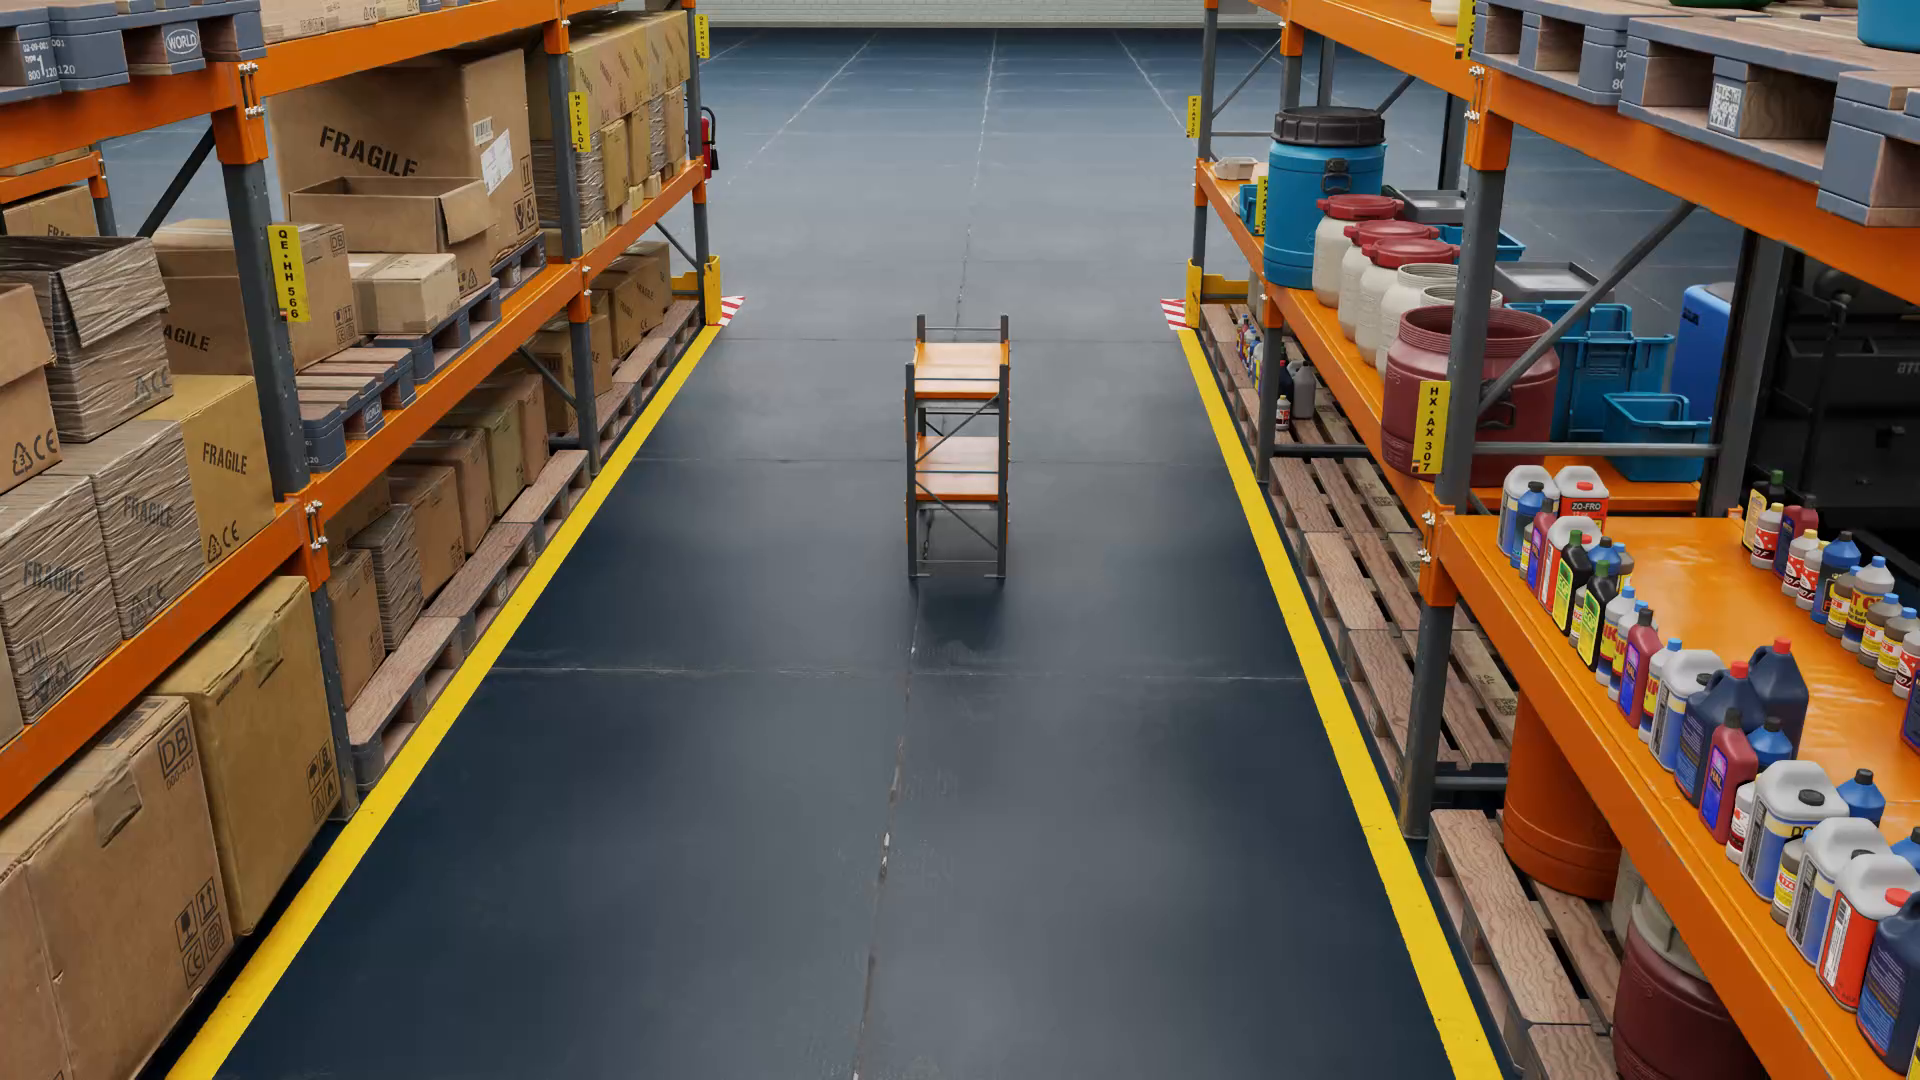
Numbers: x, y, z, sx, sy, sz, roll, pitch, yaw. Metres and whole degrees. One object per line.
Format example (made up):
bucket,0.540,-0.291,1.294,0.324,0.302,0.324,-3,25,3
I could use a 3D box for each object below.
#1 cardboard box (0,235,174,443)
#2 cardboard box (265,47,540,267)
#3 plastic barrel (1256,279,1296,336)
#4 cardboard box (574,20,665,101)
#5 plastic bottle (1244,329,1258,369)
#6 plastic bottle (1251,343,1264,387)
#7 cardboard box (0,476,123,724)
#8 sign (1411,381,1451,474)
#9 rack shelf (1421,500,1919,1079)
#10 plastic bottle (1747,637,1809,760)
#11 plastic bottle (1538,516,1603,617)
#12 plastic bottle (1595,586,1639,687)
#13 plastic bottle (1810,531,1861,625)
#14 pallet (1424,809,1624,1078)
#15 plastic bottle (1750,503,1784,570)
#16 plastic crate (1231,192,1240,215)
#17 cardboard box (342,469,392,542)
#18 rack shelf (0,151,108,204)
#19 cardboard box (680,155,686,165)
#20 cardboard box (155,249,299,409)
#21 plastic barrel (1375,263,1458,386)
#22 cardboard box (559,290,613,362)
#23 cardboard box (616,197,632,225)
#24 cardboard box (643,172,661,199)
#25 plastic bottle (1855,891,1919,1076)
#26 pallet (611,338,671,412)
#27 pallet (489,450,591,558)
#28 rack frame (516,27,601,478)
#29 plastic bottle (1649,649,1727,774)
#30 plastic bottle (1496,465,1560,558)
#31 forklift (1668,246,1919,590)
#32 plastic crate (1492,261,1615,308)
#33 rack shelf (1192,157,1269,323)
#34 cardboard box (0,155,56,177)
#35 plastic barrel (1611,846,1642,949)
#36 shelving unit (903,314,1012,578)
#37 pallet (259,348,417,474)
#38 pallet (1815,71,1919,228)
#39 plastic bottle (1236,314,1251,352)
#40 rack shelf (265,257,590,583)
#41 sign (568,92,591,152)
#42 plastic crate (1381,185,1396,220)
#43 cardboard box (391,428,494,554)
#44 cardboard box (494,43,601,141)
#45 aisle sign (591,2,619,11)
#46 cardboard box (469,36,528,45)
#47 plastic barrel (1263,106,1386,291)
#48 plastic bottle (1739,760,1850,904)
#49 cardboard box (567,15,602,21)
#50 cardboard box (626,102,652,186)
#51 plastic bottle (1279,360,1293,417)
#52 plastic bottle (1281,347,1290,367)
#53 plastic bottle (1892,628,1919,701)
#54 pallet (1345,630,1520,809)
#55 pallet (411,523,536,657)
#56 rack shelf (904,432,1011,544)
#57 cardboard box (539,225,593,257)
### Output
cardboard box,-2.843,-0.606,4.918,0.797,0.503,0.637,1,21,3
cardboard box,-2.847,-1.991,8.605,1.000,1.000,1.000,1,21,2
plastic barrel,2.431,-1.809,12.404,0.421,0.512,0.421,0,21,0
cardboard box,-2.358,-3.336,11.549,0.500,0.500,0.500,1,21,2
plastic bottle,2.010,-1.314,11.433,0.097,0.271,0.097,0,21,0
plastic bottle,2.024,-1.163,11.038,0.152,0.276,0.135,1,21,3
cardboard box,-2.605,0.147,4.365,0.500,0.500,0.500,0,21,0
sign,1.596,-0.381,5.637,0.100,0.325,0.005,1,21,2
rack shelf,2.086,0.758,3.924,1.077,0.370,4.000,1,21,2
plastic bottle,1.915,0.387,3.953,0.144,0.351,0.185,1,21,2
plastic bottle,1.796,0.077,4.855,0.152,0.276,0.135,1,21,2
plastic bottle,1.754,0.253,4.409,0.097,0.271,0.097,0,21,0
plastic bottle,2.526,0.105,4.789,0.097,0.271,0.097,0,21,0
pallet,2.164,1.285,5.426,1.003,0.211,1.213,1,21,2
plastic bottle,2.539,-0.016,5.198,0.097,0.201,0.097,0,21,0
plastic crate,2.064,-2.214,10.953,0.530,0.136,0.437,1,21,2
cardboard box,-2.808,-0.179,7.155,0.500,0.250,0.500,3,21,8
rack shelf,-7.576,-2.281,11.754,1.077,0.370,4.000,1,21,2
cardboard box,-2.363,-3.026,13.027,0.380,0.149,0.250,1,21,2
cardboard box,-2.828,-0.794,6.209,0.500,0.500,0.500,-2,21,-5
plastic barrel,1.977,-0.880,6.995,0.421,0.512,0.421,0,21,0
cardboard box,-2.680,-1.409,11.388,0.500,0.500,0.500,-1,21,-3
cardboard box,-2.328,-2.120,10.694,0.380,0.149,0.250,1,21,2
cardboard box,-2.304,-2.482,11.626,0.380,0.149,0.250,1,21,2
plastic bottle,1.731,0.766,2.977,0.144,0.351,0.185,1,21,2
pallet,-2.663,-1.187,11.797,1.003,0.211,1.213,1,21,2
pallet,-2.705,-0.220,9.305,1.003,0.211,1.213,1,21,2
rack frame,-2.682,-1.802,9.526,1.000,3.000,0.127,1,21,2
plastic bottle,1.768,0.411,3.994,0.152,0.276,0.135,1,21,2
plastic bottle,1.810,-0.090,5.286,0.152,0.276,0.135,1,21,2
forklift,4.894,-1.383,8.541,1.130,2.935,3.031,0,21,-1
plastic crate,2.502,-0.912,7.143,0.402,0.464,0.583,1,21,2
rack shelf,2.329,-2.135,11.379,1.077,0.370,4.000,1,21,2
cardboard box,-7.476,-3.075,12.601,0.875,0.550,0.550,1,21,2
plastic barrel,2.221,1.045,5.047,0.421,0.512,0.421,0,21,0
shelving unit,0.000,-0.522,8.819,0.538,1.125,1.048,1,21,2
pallet,-2.889,-0.525,6.500,1.213,0.211,1.003,1,21,2
pallet,1.951,-0.450,2.155,1.213,0.211,1.003,1,21,2
plastic bottle,2.023,-1.475,11.846,0.097,0.271,0.097,0,21,0
rack shelf,-2.743,-0.743,7.792,1.077,0.370,4.000,1,21,2
sign,-2.128,-2.337,9.304,0.100,0.325,0.005,1,21,2
plastic crate,2.411,-1.906,9.881,0.767,0.338,0.504,1,21,2
cardboard box,-2.773,-0.245,8.361,0.700,0.500,0.500,-1,21,-3
cardboard box,-2.415,-2.613,9.685,0.500,0.500,0.500,1,21,2
aisle sign,-2.859,-4.486,12.849,0.394,0.787,0.004,1,21,2
cardboard box,-2.930,-2.800,10.166,0.500,0.500,0.500,1,21,2
plastic barrel,1.954,-1.845,8.943,0.600,0.901,0.708,1,21,2
plastic bottle,1.751,0.610,3.481,0.152,0.276,0.135,1,21,2
cardboard box,-2.872,-3.523,12.030,0.500,0.500,0.500,1,21,2
cardboard box,-2.586,-2.692,11.270,0.875,0.500,0.500,1,21,2
plastic bottle,2.000,-0.953,10.393,0.144,0.351,0.185,0,21,0
plastic bottle,2.119,-1.116,10.906,0.061,0.283,0.133,1,21,2
plastic bottle,2.511,0.314,4.348,0.097,0.201,0.097,0,21,0
pallet,2.209,0.719,6.883,1.003,0.211,1.213,1,21,2
pallet,-2.739,0.222,8.165,1.003,0.211,1.213,1,21,2
rack shelf,0.000,-0.294,8.908,0.538,0.278,1.000,1,21,2
cardboard box,-2.375,-1.759,9.763,0.380,0.149,0.250,1,21,2
